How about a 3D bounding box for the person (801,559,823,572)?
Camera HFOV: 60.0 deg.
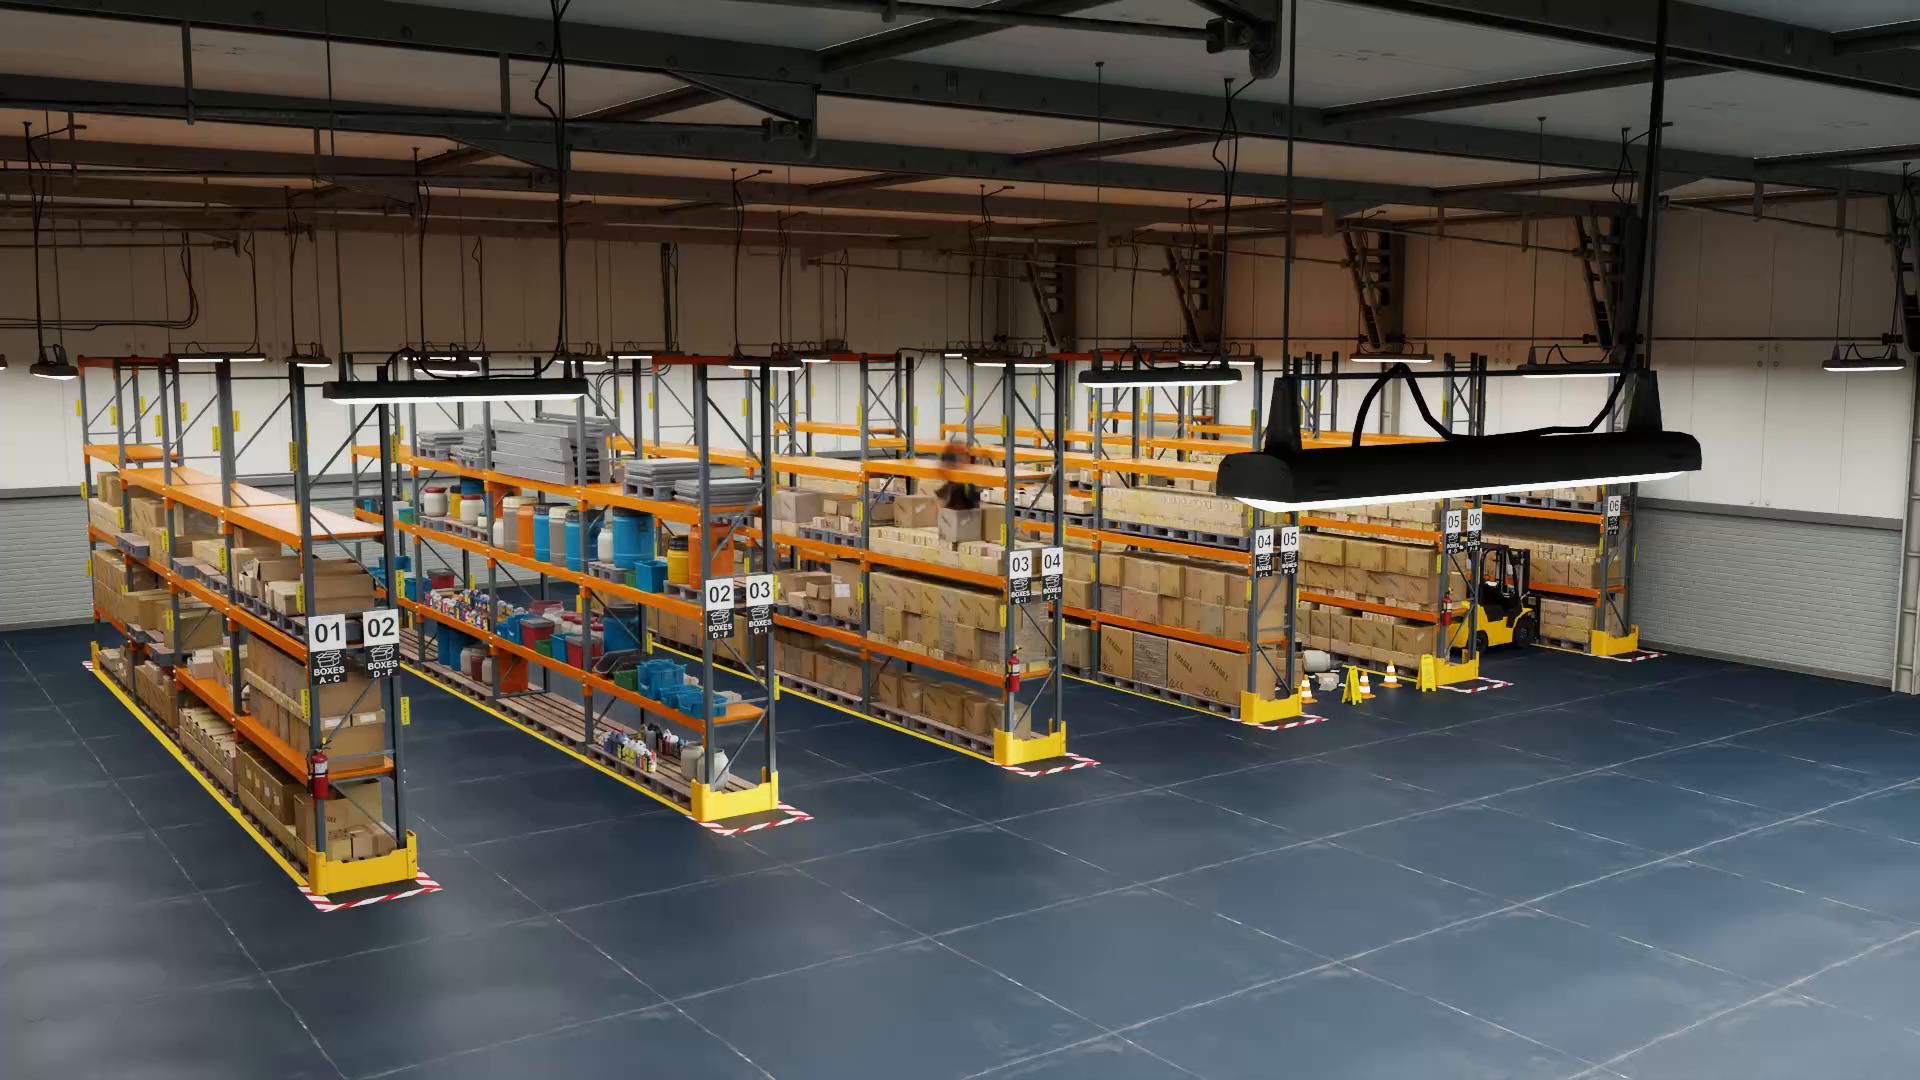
[{"bbox_3d":[-3.809,0.390,42.093,0.928,1.638,0.620,4,8,28],"label":"person"}]
